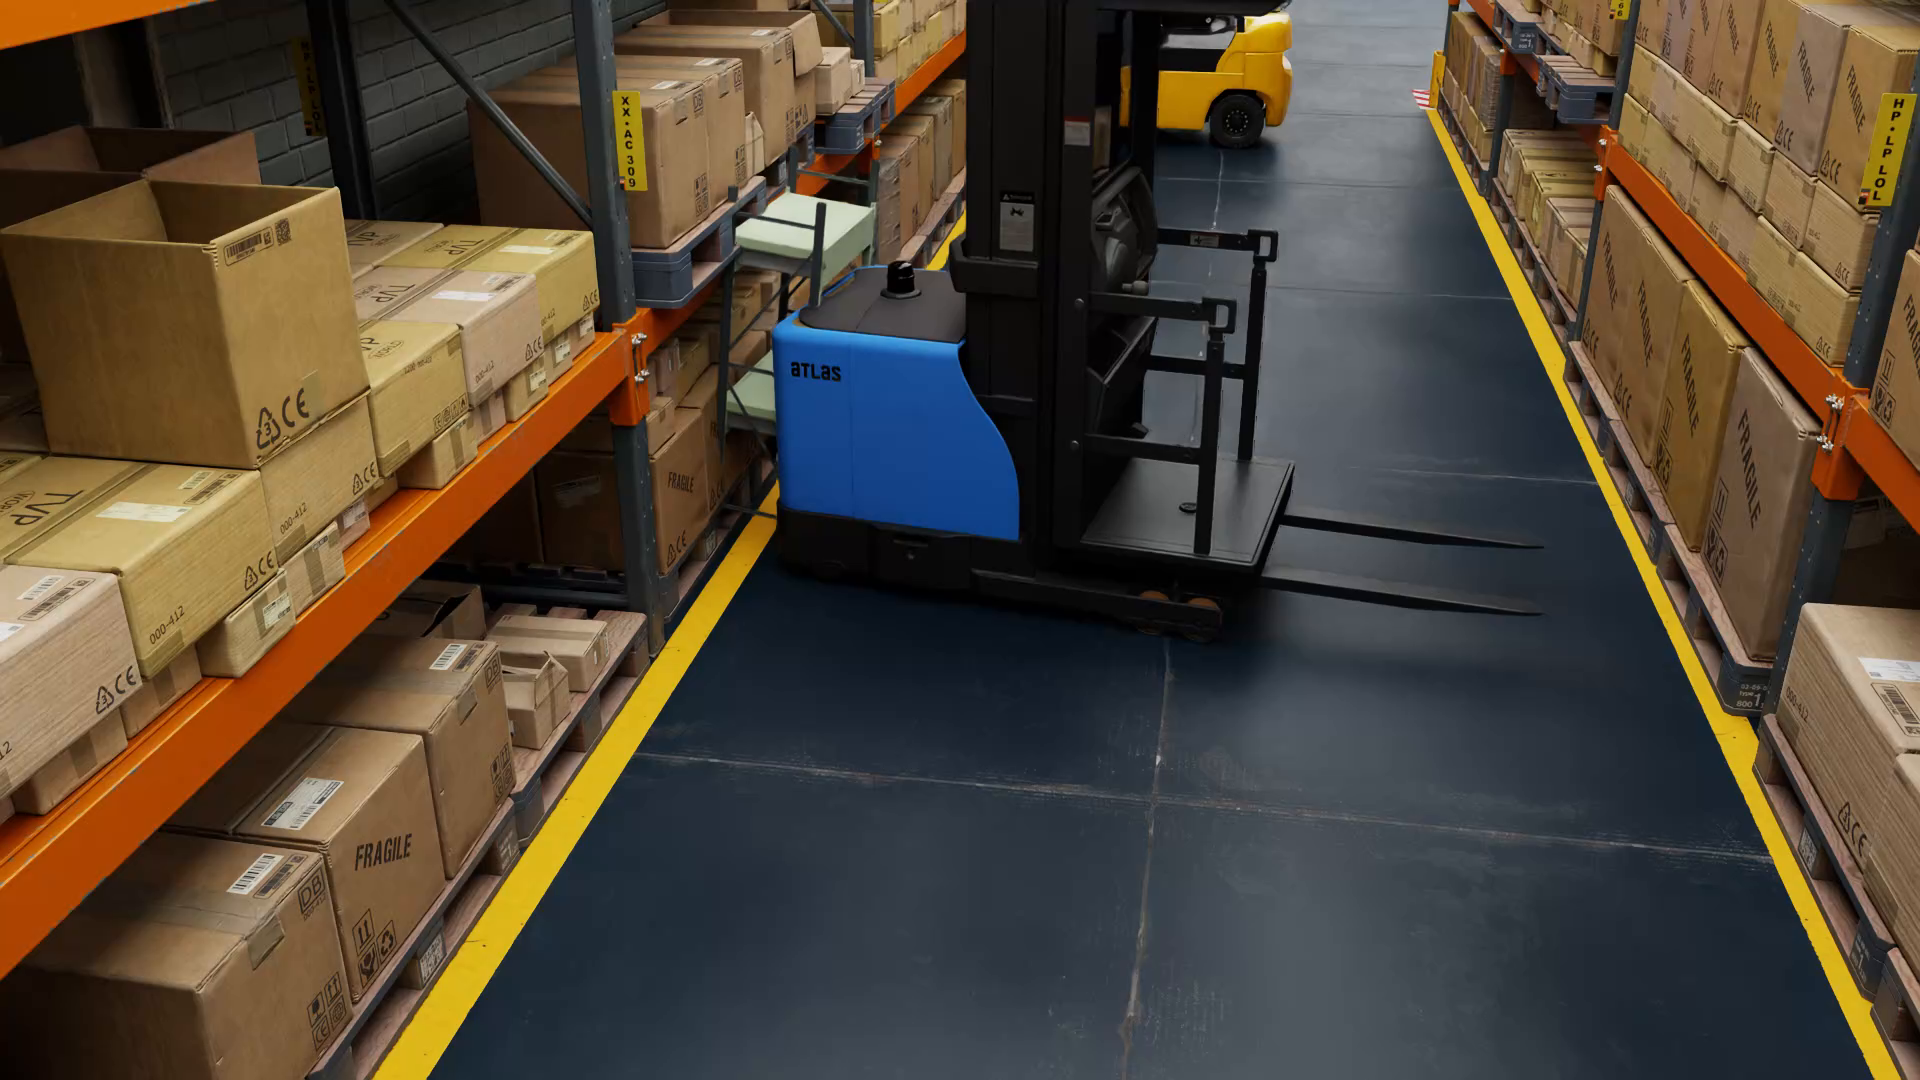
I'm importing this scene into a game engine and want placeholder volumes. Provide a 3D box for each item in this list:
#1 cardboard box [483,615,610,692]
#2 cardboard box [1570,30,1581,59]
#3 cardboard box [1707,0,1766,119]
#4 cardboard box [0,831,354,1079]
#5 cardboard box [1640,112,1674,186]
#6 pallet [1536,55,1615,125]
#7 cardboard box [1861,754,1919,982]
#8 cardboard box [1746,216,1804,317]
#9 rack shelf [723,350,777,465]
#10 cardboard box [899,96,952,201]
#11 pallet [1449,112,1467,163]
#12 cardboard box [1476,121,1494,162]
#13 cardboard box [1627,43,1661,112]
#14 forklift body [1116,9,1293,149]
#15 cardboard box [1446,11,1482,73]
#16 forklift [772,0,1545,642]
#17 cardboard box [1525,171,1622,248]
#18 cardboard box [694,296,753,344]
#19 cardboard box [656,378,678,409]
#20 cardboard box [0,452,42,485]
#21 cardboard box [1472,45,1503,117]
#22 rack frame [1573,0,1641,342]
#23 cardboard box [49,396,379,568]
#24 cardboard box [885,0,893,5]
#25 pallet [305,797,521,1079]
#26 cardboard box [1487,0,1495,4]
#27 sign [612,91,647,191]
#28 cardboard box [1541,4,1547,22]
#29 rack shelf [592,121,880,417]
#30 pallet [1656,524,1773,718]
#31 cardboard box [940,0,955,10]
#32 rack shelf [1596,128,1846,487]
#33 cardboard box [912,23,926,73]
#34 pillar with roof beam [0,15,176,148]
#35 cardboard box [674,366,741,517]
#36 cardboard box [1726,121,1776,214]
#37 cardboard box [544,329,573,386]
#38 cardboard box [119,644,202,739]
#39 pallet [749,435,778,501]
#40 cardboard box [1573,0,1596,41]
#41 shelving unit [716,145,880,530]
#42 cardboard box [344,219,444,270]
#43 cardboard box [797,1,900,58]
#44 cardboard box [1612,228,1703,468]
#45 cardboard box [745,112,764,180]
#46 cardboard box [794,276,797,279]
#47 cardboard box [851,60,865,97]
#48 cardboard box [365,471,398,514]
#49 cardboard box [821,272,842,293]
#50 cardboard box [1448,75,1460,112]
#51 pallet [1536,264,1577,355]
[{"bbox_3d":[-1.436,0.390,5.747,0.380,0.149,0.250,3,25,7],"label":"cardboard box"},{"bbox_3d":[3.757,-2.855,9.613,0.380,0.149,0.250,3,25,6],"label":"cardboard box"},{"bbox_3d":[3.338,-1.970,6.622,0.500,0.500,0.500,4,25,9],"label":"cardboard box"},{"bbox_3d":[-1.917,1.046,3.930,0.700,0.500,0.500,5,26,11],"label":"cardboard box"},{"bbox_3d":[3.522,-1.824,7.786,0.500,0.250,0.500,3,25,7],"label":"cardboard box"},{"bbox_3d":[3.928,-2.514,9.308,1.213,0.211,1.003,4,25,9],"label":"pallet"},{"bbox_3d":[2.909,0.978,4.150,0.875,0.438,0.875,3,25,7],"label":"cardboard box"},{"bbox_3d":[3.172,-0.972,5.966,0.500,0.250,0.500,4,25,8],"label":"cardboard box"},{"bbox_3d":[-0.748,-0.554,7.299,0.431,0.370,0.720,12,28,10],"label":"rack shelf"},{"bbox_3d":[-0.536,-2.882,12.175,0.875,0.625,0.625,4,25,8],"label":"cardboard box"},{"bbox_3d":[4.842,-3.500,14.479,1.003,0.211,1.213,4,25,9],"label":"pallet"},{"bbox_3d":[4.402,-3.179,13.251,0.500,0.250,0.500,5,26,11],"label":"cardboard box"},{"bbox_3d":[3.590,-2.259,8.125,0.500,0.250,0.500,4,25,8],"label":"cardboard box"},{"bbox_3d":[1.816,-4.680,14.710,2.313,2.155,1.214,4,25,9],"label":"forklift body"},{"bbox_3d":[4.816,-4.597,15.397,0.500,0.500,0.500,3,25,7],"label":"cardboard box"},{"bbox_3d":[0.818,-1.188,6.330,3.031,2.935,1.130,8,26,16],"label":"forklift"},{"bbox_3d":[4.261,-2.157,10.924,0.950,0.372,0.625,5,26,10],"label":"cardboard box"},{"bbox_3d":[-1.162,-0.998,7.533,0.380,0.149,0.250,5,26,10],"label":"cardboard box"},{"bbox_3d":[-1.345,-0.569,6.616,0.380,0.149,0.250,3,25,7],"label":"cardboard box"},{"bbox_3d":[-2.304,0.008,3.520,0.500,0.250,0.500,5,26,10],"label":"cardboard box"},{"bbox_3d":[4.484,-3.732,13.547,0.500,0.500,0.500,4,25,9],"label":"cardboard box"},{"bbox_3d":[3.917,-2.295,8.615,1.000,3.000,0.127,4,25,9],"label":"rack frame"},{"bbox_3d":[-1.724,-0.168,3.897,0.500,0.250,0.500,3,25,7],"label":"cardboard box"},{"bbox_3d":[-0.596,-3.201,9.668,0.380,0.149,0.250,5,25,10],"label":"cardboard box"},{"bbox_3d":[-1.945,1.097,4.657,1.003,0.211,1.213,4,25,9],"label":"pallet"},{"bbox_3d":[4.485,-4.435,13.483,0.380,0.149,0.250,4,25,8],"label":"cardboard box"},{"bbox_3d":[-1.098,-1.322,5.515,0.100,0.325,0.005,4,25,9],"label":"sign"},{"bbox_3d":[4.065,-3.503,10.996,0.380,0.149,0.250,4,25,9],"label":"cardboard box"},{"bbox_3d":[-1.308,-1.475,7.712,1.077,0.370,4.000,4,25,9],"label":"rack shelf"},{"bbox_3d":[3.315,0.313,6.333,1.003,0.211,1.213,4,25,9],"label":"pallet"},{"bbox_3d":[-0.321,-3.817,11.453,0.500,0.250,0.500,5,25,10],"label":"cardboard box"},{"bbox_3d":[3.590,-1.133,6.981,1.077,0.370,4.000,4,25,9],"label":"rack shelf"},{"bbox_3d":[-0.503,-3.164,10.649,0.500,0.250,0.500,3,25,7],"label":"cardboard box"},{"bbox_3d":[1.610,-3.155,3.375,9.100,9.000,0.400,4,25,9],"label":"pillar with roof beam"},{"bbox_3d":[-1.256,-0.433,7.089,0.500,0.500,0.500,4,25,8],"label":"cardboard box"},{"bbox_3d":[3.248,-1.409,6.308,0.500,0.250,0.500,5,25,10],"label":"cardboard box"},{"bbox_3d":[-1.459,-0.590,5.268,0.380,0.149,0.250,5,25,10],"label":"cardboard box"},{"bbox_3d":[-1.820,0.269,3.434,0.380,0.149,0.250,4,25,9],"label":"cardboard box"},{"bbox_3d":[-1.342,-0.556,8.189,1.003,0.211,1.213,4,25,9],"label":"pallet"},{"bbox_3d":[3.790,-3.092,9.353,0.500,0.500,0.500,4,25,8],"label":"cardboard box"},{"bbox_3d":[-0.711,-0.841,7.150,0.431,1.500,0.755,12,28,10],"label":"shelving unit"},{"bbox_3d":[-1.982,-0.843,5.339,0.500,0.250,0.500,4,25,8],"label":"cardboard box"},{"bbox_3d":[-0.643,-2.963,9.629,0.500,0.250,0.500,4,25,8],"label":"cardboard box"},{"bbox_3d":[3.572,-0.867,7.575,0.875,0.875,0.875,4,25,9],"label":"cardboard box"},{"bbox_3d":[-1.029,-1.648,6.896,0.396,0.266,0.258,5,26,11],"label":"cardboard box"},{"bbox_3d":[-1.000,-1.435,8.465,0.380,0.149,0.250,5,26,10],"label":"cardboard box"},{"bbox_3d":[-0.710,-2.413,8.667,0.380,0.149,0.250,4,25,9],"label":"cardboard box"},{"bbox_3d":[-1.713,-0.162,4.355,0.380,0.149,0.250,4,25,9],"label":"cardboard box"},{"bbox_3d":[-0.930,-1.295,8.932,0.500,0.500,0.500,4,25,8],"label":"cardboard box"},{"bbox_3d":[4.729,-4.055,15.122,0.500,0.250,0.500,5,26,10],"label":"cardboard box"},{"bbox_3d":[4.046,-1.359,9.904,1.003,0.211,1.213,4,25,9],"label":"pallet"}]
